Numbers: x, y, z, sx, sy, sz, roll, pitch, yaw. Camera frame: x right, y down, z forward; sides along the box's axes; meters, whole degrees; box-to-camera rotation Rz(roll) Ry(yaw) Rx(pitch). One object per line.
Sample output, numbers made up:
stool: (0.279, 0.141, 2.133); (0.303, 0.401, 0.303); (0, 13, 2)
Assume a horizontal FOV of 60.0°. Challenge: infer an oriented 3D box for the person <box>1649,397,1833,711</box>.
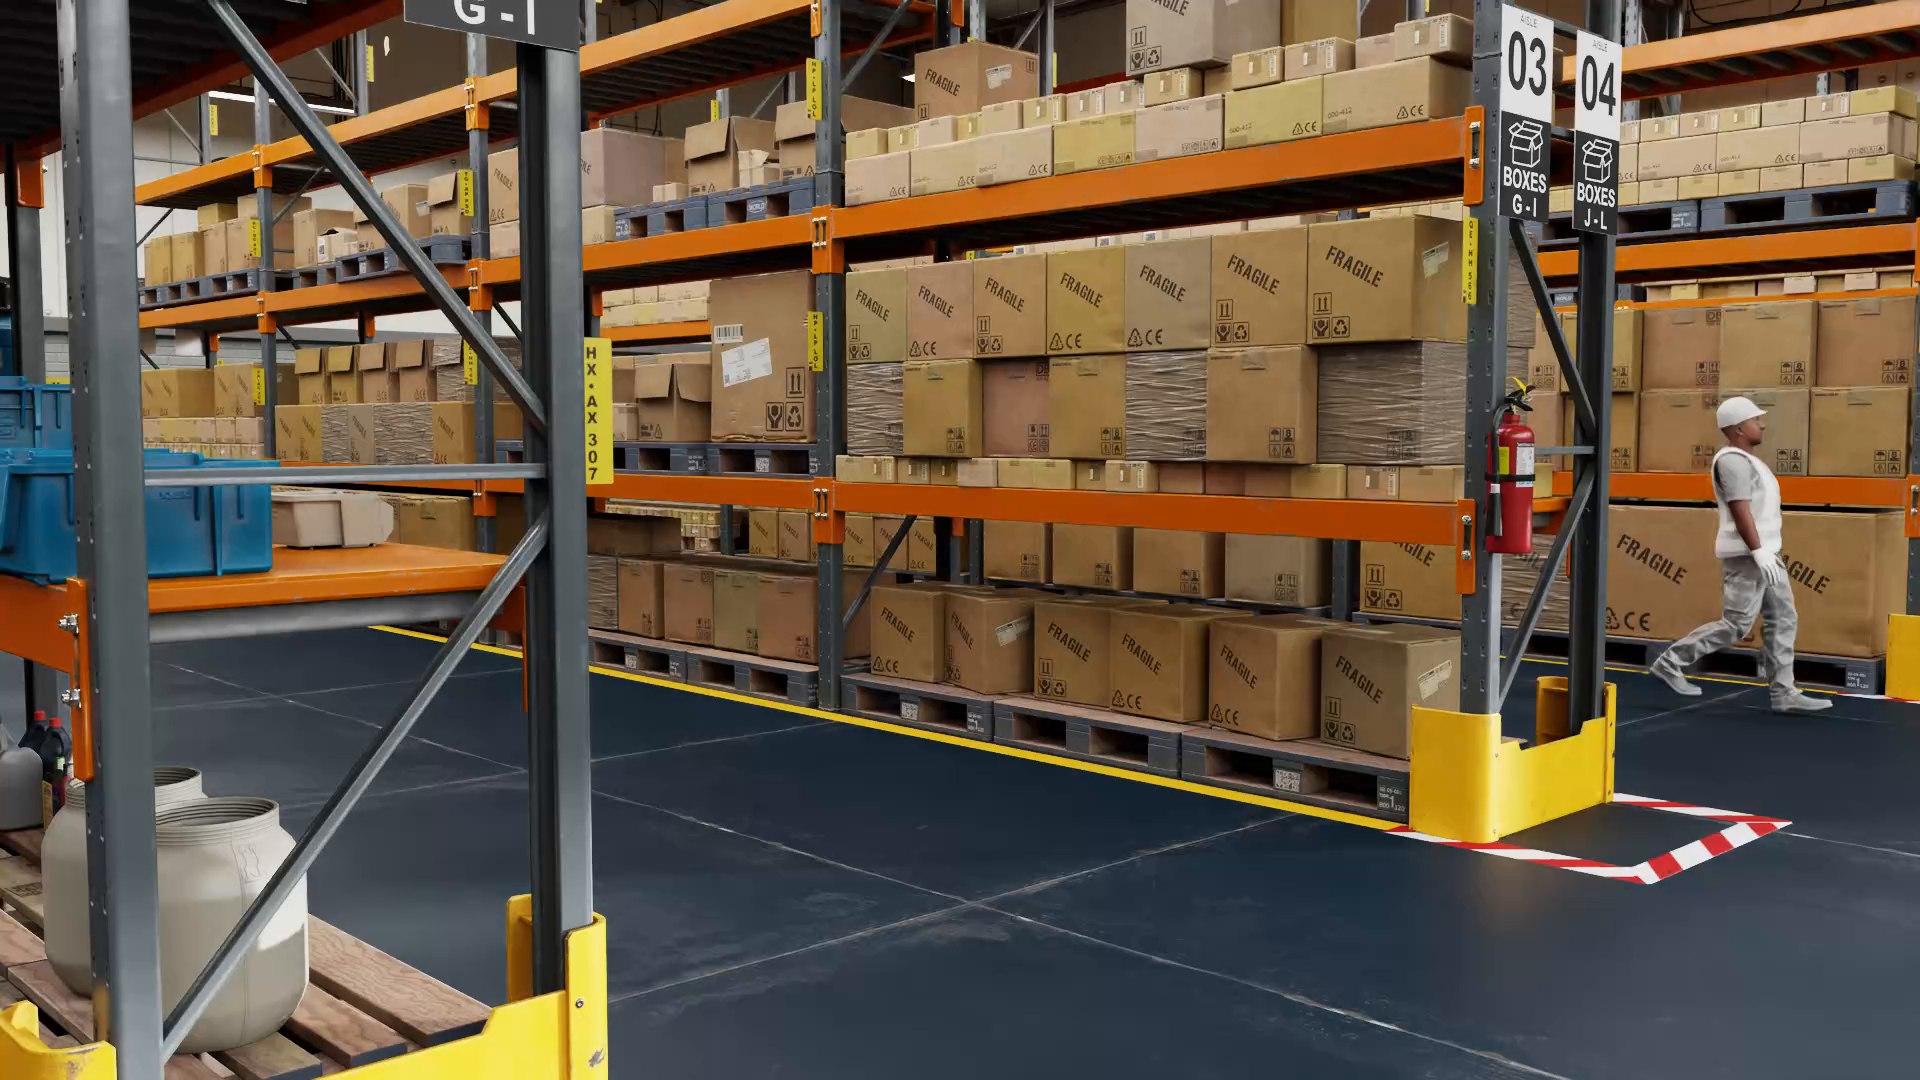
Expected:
person: (4.383, 0.082, 9.298); (0.924, 1.757, 0.548); (2, 5, 32)
